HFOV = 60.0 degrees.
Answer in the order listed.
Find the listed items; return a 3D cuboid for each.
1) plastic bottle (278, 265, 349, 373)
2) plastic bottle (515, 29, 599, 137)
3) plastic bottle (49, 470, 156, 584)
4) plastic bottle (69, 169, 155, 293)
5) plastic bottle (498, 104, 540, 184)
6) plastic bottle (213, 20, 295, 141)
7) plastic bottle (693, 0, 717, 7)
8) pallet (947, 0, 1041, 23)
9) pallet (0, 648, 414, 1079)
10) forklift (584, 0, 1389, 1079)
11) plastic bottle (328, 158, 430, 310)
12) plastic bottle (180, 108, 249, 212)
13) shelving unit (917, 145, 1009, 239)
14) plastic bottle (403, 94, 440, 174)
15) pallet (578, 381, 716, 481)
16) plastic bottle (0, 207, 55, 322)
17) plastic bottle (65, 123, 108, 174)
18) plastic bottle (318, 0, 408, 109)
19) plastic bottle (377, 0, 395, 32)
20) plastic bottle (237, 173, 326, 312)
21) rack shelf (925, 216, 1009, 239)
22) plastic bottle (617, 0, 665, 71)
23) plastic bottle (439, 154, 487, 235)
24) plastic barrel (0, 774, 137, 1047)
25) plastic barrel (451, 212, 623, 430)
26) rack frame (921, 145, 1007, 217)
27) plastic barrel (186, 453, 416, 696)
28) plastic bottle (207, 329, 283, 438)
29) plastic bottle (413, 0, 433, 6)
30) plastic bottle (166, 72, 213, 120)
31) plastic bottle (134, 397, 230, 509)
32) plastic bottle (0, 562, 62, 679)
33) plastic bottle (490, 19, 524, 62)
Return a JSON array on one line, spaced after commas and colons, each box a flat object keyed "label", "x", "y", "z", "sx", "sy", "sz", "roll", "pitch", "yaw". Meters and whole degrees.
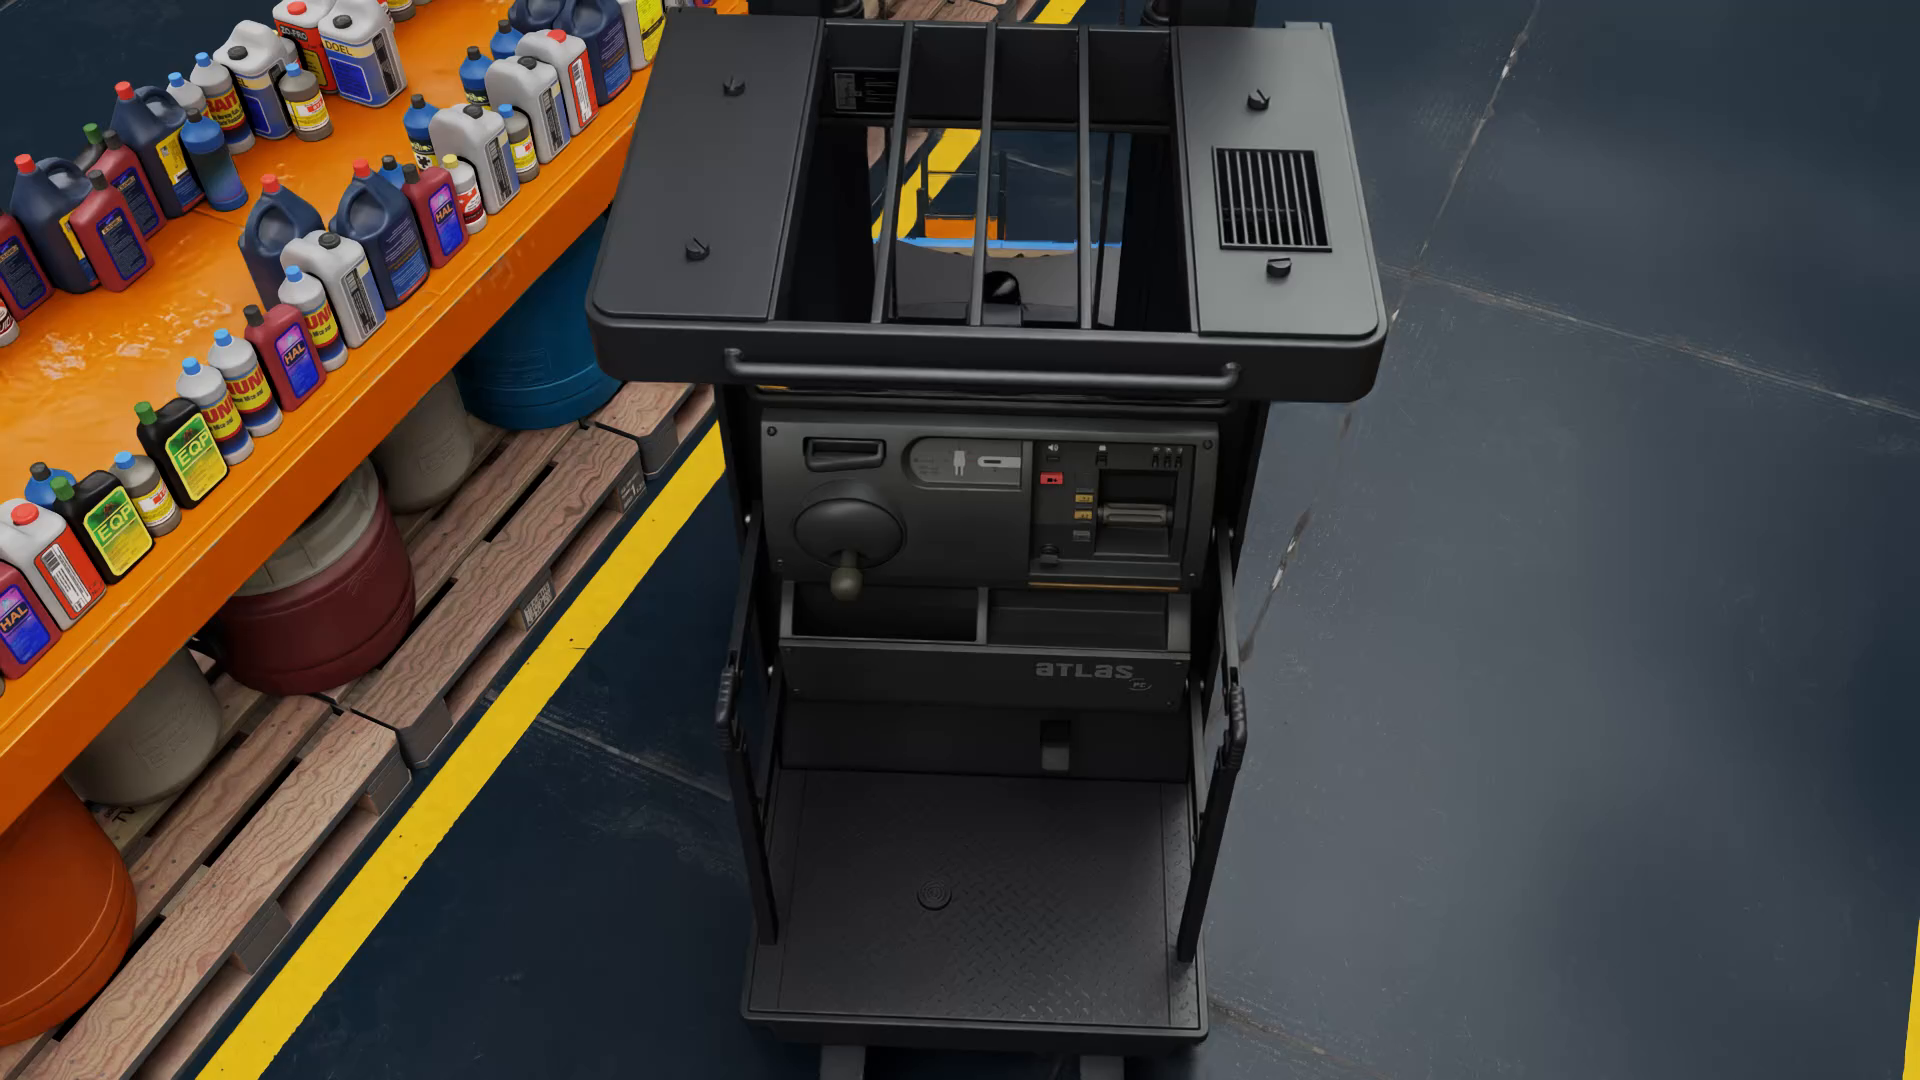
[{"label": "plastic bottle", "x": -1.485, "y": -0.513, "z": 3.802, "sx": 0.097, "sy": 0.271, "sz": 0.097, "roll": 0, "pitch": 50, "yaw": 0}, {"label": "plastic bottle", "x": -1.069, "y": -1.235, "z": 4.413, "sx": 0.152, "sy": 0.276, "sz": 0.135, "roll": 20, "pitch": 52, "yaw": 16}, {"label": "plastic bottle", "x": -1.757, "y": -0.047, "z": 3.397, "sx": 0.061, "sy": 0.283, "sz": 0.133, "roll": 20, "pitch": 52, "yaw": 16}, {"label": "plastic bottle", "x": -2.045, "y": -0.743, "z": 3.989, "sx": 0.061, "sy": 0.283, "sz": 0.133, "roll": 20, "pitch": 52, "yaw": 16}, {"label": "plastic bottle", "x": -1.151, "y": -1.029, "z": 4.287, "sx": 0.097, "sy": 0.201, "sz": 0.097, "roll": 0, "pitch": 50, "yaw": 0}, {"label": "plastic bottle", "x": -1.858, "y": -1.218, "z": 4.399, "sx": 0.152, "sy": 0.276, "sz": 0.135, "roll": 20, "pitch": 52, "yaw": 16}, {"label": "plastic bottle", "x": -0.755, "y": -1.662, "z": 4.771, "sx": 0.061, "sy": 0.283, "sz": 0.133, "roll": 20, "pitch": 52, "yaw": 16}, {"label": "pallet", "x": -0.022, "y": -2.709, "z": 7.416, "sx": 1.003, "sy": 0.211, "sz": 1.213, "roll": 20, "pitch": 52, "yaw": 16}, {"label": "pallet", "x": -2.231, "y": 0.851, "z": 4.387, "sx": 1.003, "sy": 0.211, "sz": 1.213, "roll": 20, "pitch": 52, "yaw": 16}, {"label": "forklift", "x": 0.050, "y": 0.042, "z": 3.290, "sx": 1.130, "sy": 2.935, "sz": 3.031, "roll": 2, "pitch": 50, "yaw": 2}, {"label": "plastic bottle", "x": -1.389, "y": -0.737, "z": 3.940, "sx": 0.144, "sy": 0.351, "sz": 0.185, "roll": 20, "pitch": 52, "yaw": 16}, {"label": "plastic bottle", "x": -1.885, "y": -0.965, "z": 4.186, "sx": 0.097, "sy": 0.271, "sz": 0.097, "roll": 0, "pitch": 50, "yaw": 0}, {"label": "shelving unit", "x": 0.007, "y": -0.628, "z": 4.997, "sx": 0.258, "sy": 1.200, "sz": 0.189, "roll": 2, "pitch": 50, "yaw": 2}, {"label": "plastic bottle", "x": -1.346, "y": -1.009, "z": 4.223, "sx": 0.097, "sy": 0.271, "sz": 0.097, "roll": 0, "pitch": 50, "yaw": 0}, {"label": "pallet", "x": -1.189, "y": -0.829, "z": 5.817, "sx": 1.003, "sy": 0.211, "sz": 1.213, "roll": 20, "pitch": 52, "yaw": 16}, {"label": "plastic bottle", "x": -2.255, "y": -0.663, "z": 3.921, "sx": 0.061, "sy": 0.283, "sz": 0.133, "roll": 20, "pitch": 52, "yaw": 16}, {"label": "plastic bottle", "x": -2.119, "y": -0.882, "z": 4.107, "sx": 0.061, "sy": 0.283, "sz": 0.133, "roll": 20, "pitch": 52, "yaw": 16}, {"label": "plastic bottle", "x": -1.622, "y": -1.328, "z": 4.492, "sx": 0.152, "sy": 0.276, "sz": 0.135, "roll": 20, "pitch": 52, "yaw": 16}, {"label": "plastic bottle", "x": -1.677, "y": -1.534, "z": 4.717, "sx": 0.097, "sy": 0.201, "sz": 0.097, "roll": 0, "pitch": 50, "yaw": 0}, {"label": "plastic bottle", "x": -1.584, "y": -0.693, "z": 3.903, "sx": 0.144, "sy": 0.351, "sz": 0.185, "roll": 20, "pitch": 52, "yaw": 16}, {"label": "rack shelf", "x": 0.007, "y": -0.833, "z": 4.756, "sx": 0.258, "sy": 0.103, "sz": 0.180, "roll": 2, "pitch": 50, "yaw": 2}, {"label": "plastic bottle", "x": -0.918, "y": -1.495, "z": 4.585, "sx": 0.144, "sy": 0.351, "sz": 0.185, "roll": 20, "pitch": 52, "yaw": 16}, {"label": "plastic bottle", "x": -1.250, "y": -0.870, "z": 4.151, "sx": 0.097, "sy": 0.201, "sz": 0.097, "roll": 0, "pitch": 50, "yaw": 0}, {"label": "plastic barrel", "x": -2.337, "y": 0.729, "z": 3.810, "sx": 0.600, "sy": 0.830, "sz": 0.708, "roll": 20, "pitch": 52, "yaw": 16}, {"label": "plastic barrel", "x": -1.372, "y": -0.850, "z": 5.106, "sx": 0.600, "sy": 0.901, "sz": 0.708, "roll": 20, "pitch": 52, "yaw": 16}, {"label": "rack frame", "x": 0.011, "y": -0.698, "z": 5.056, "sx": 0.240, "sy": 1.200, "sz": 0.006, "roll": 2, "pitch": 50, "yaw": 2}, {"label": "plastic barrel", "x": -1.854, "y": 0.029, "z": 4.563, "sx": 0.600, "sy": 0.588, "sz": 0.708, "roll": 20, "pitch": 52, "yaw": 16}, {"label": "plastic bottle", "x": -1.584, "y": -0.355, "z": 3.667, "sx": 0.097, "sy": 0.271, "sz": 0.097, "roll": 0, "pitch": 50, "yaw": 0}, {"label": "plastic bottle", "x": -1.594, "y": -1.691, "z": 4.804, "sx": 0.097, "sy": 0.271, "sz": 0.097, "roll": 0, "pitch": 50, "yaw": 0}, {"label": "plastic bottle", "x": -1.974, "y": -1.079, "z": 4.283, "sx": 0.097, "sy": 0.271, "sz": 0.097, "roll": 0, "pitch": 50, "yaw": 0}, {"label": "plastic bottle", "x": -1.658, "y": -0.206, "z": 3.532, "sx": 0.061, "sy": 0.283, "sz": 0.133, "roll": 20, "pitch": 52, "yaw": 16}, {"label": "plastic bottle", "x": -1.871, "y": 0.137, "z": 3.240, "sx": 0.061, "sy": 0.283, "sz": 0.133, "roll": 20, "pitch": 52, "yaw": 16}, {"label": "plastic bottle", "x": -1.190, "y": -1.261, "z": 4.438, "sx": 0.097, "sy": 0.271, "sz": 0.097, "roll": 0, "pitch": 50, "yaw": 0}]
